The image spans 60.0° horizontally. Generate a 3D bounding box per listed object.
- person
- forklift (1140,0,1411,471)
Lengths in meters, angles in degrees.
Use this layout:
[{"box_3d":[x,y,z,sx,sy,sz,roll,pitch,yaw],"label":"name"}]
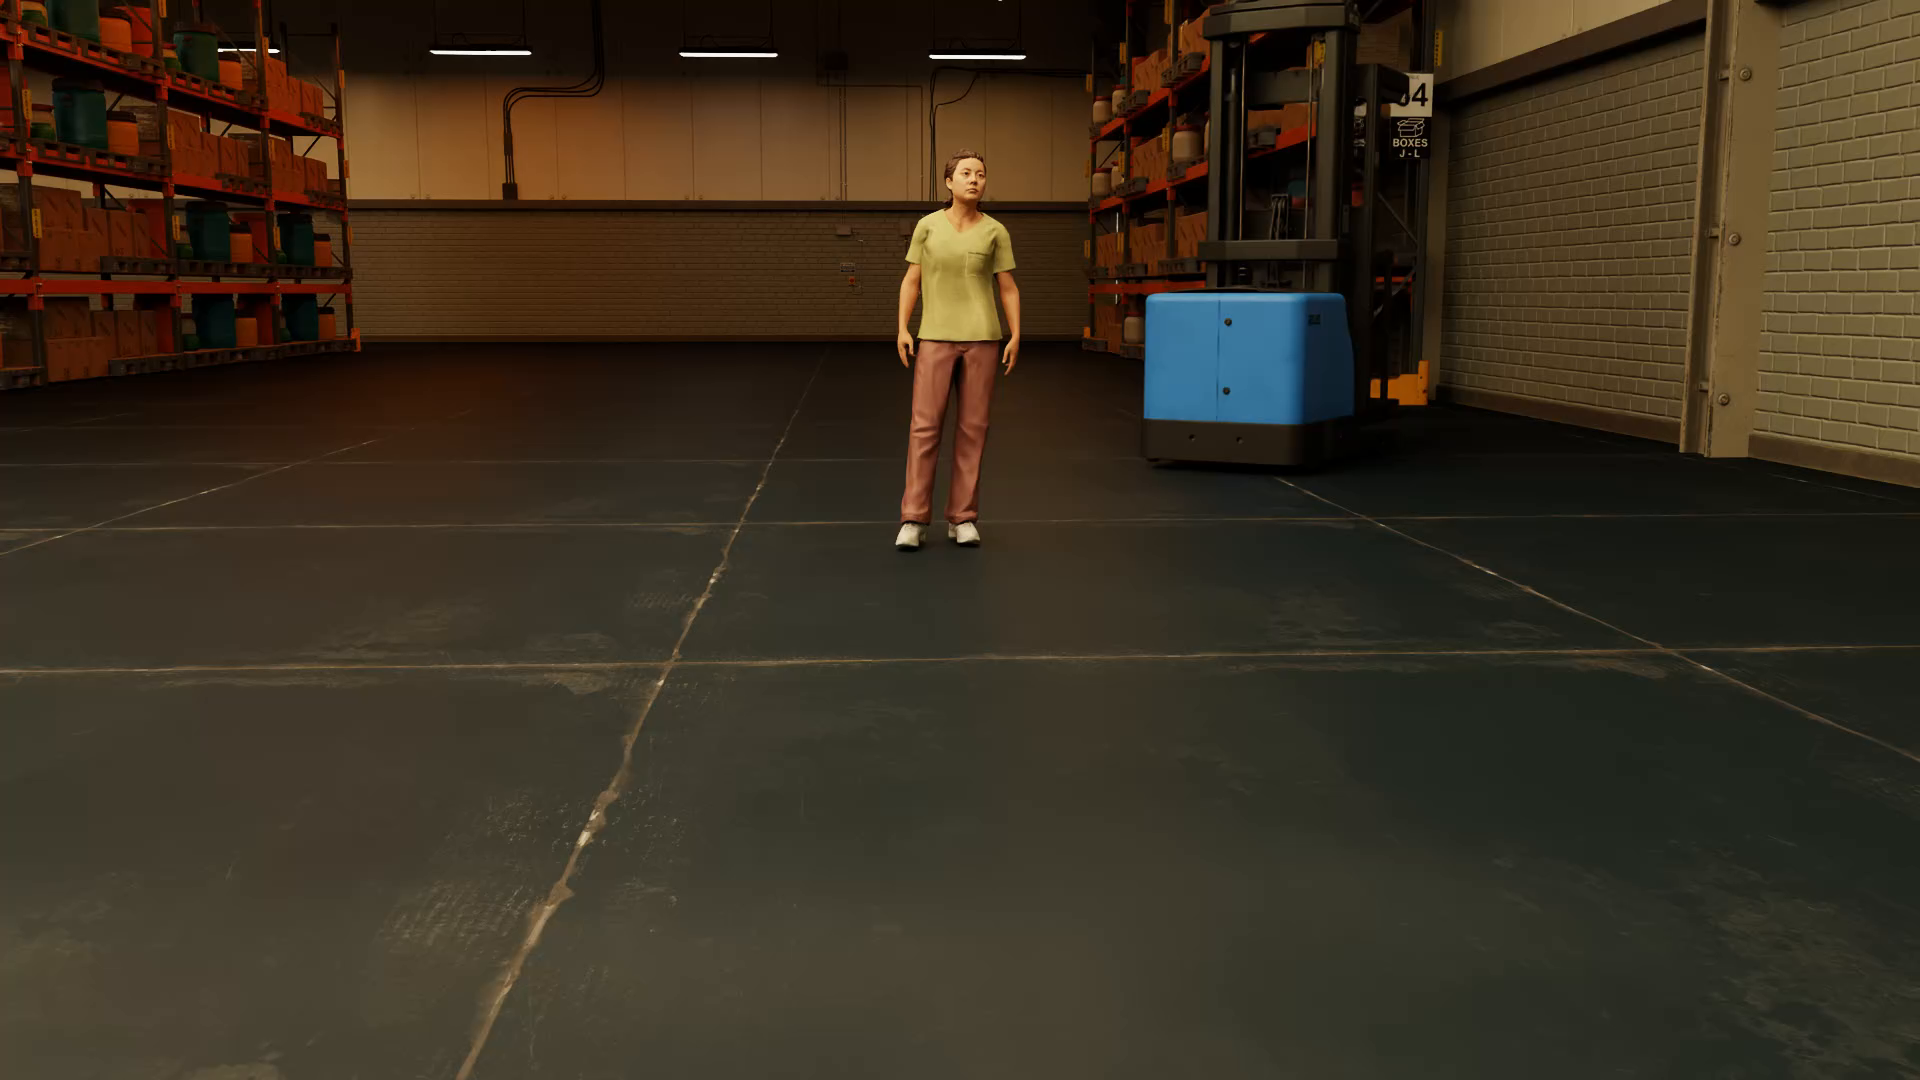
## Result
[{"box_3d":[-0.007,-0.825,7.112,0.553,1.675,0.549,-1,8,-4],"label":"person"},{"box_3d":[2.294,-2.038,11.059,1.130,2.935,3.031,5,10,30],"label":"forklift"}]
